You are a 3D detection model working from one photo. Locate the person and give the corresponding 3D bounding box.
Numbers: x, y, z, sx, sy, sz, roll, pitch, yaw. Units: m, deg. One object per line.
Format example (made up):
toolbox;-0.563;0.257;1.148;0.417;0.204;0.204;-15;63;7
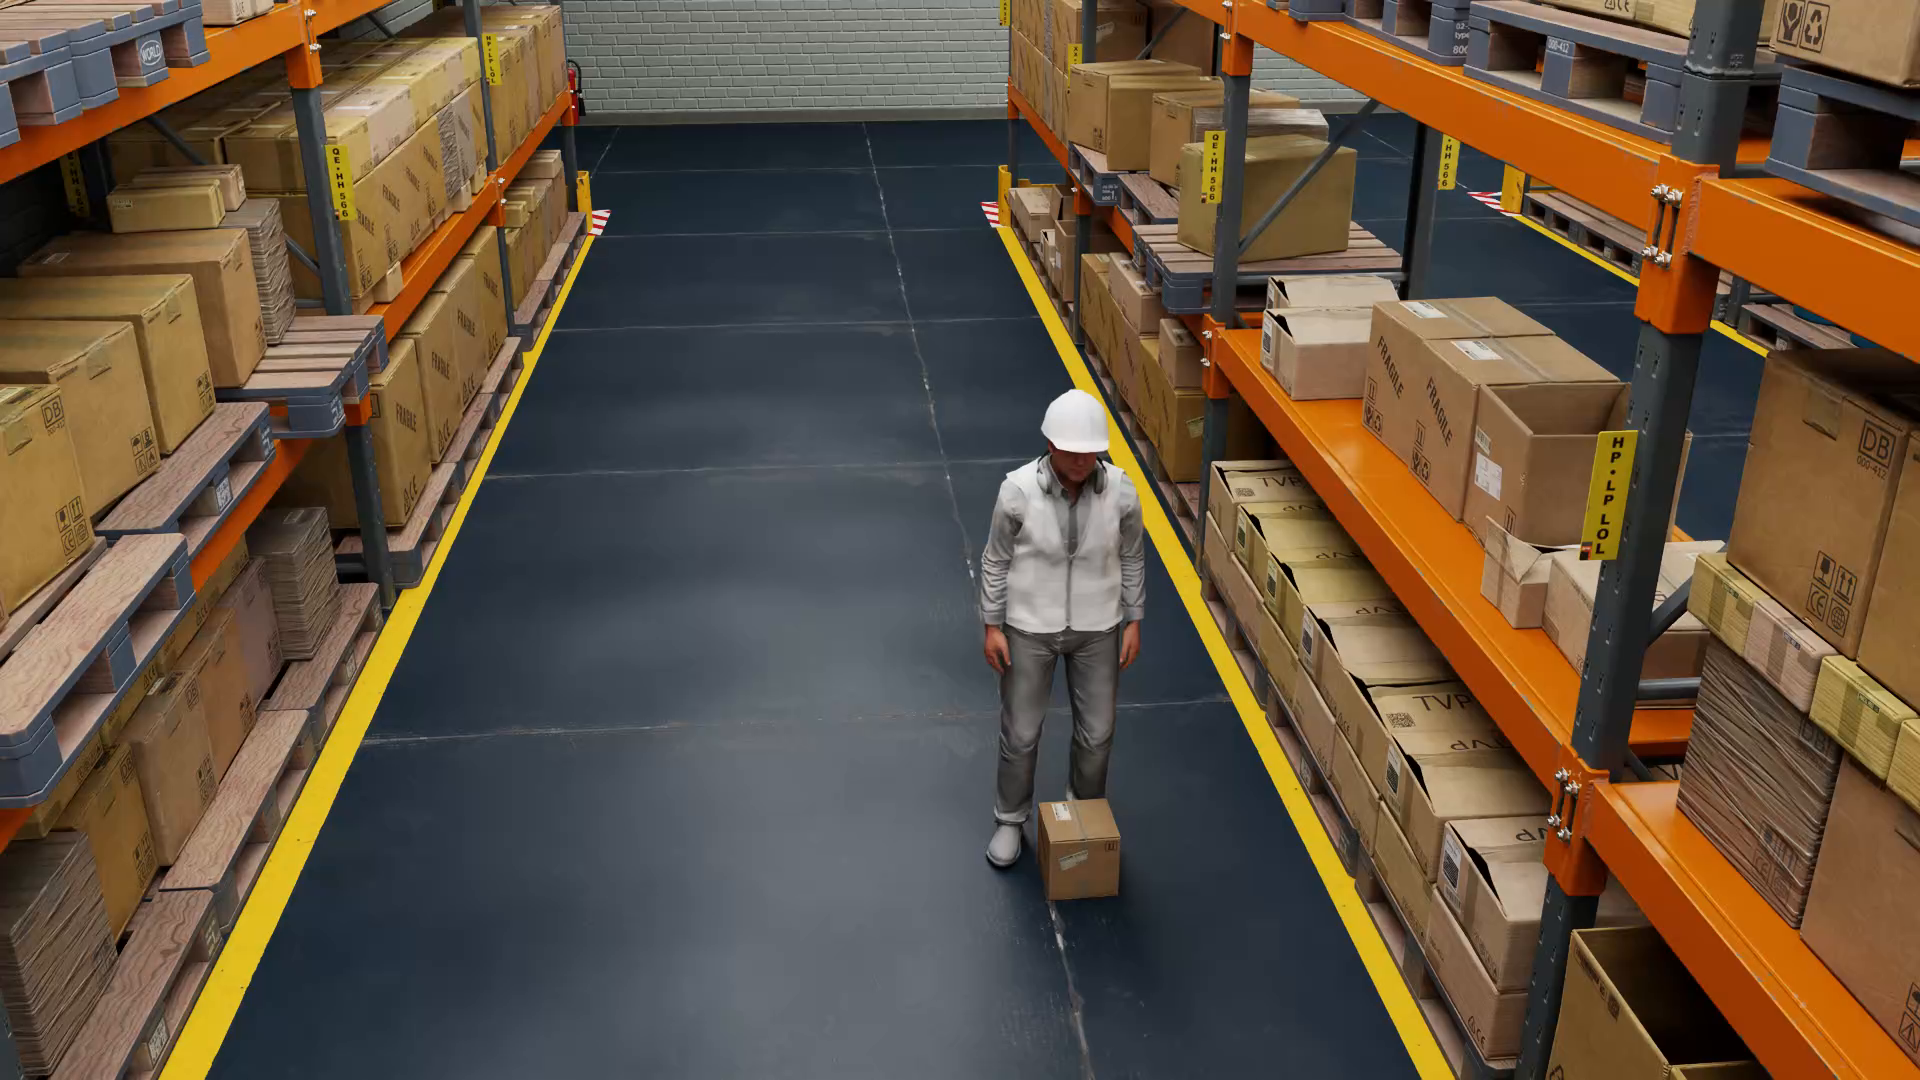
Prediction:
person;0.362;0.304;5.869;0.581;1.772;0.461;-2;24;-5
